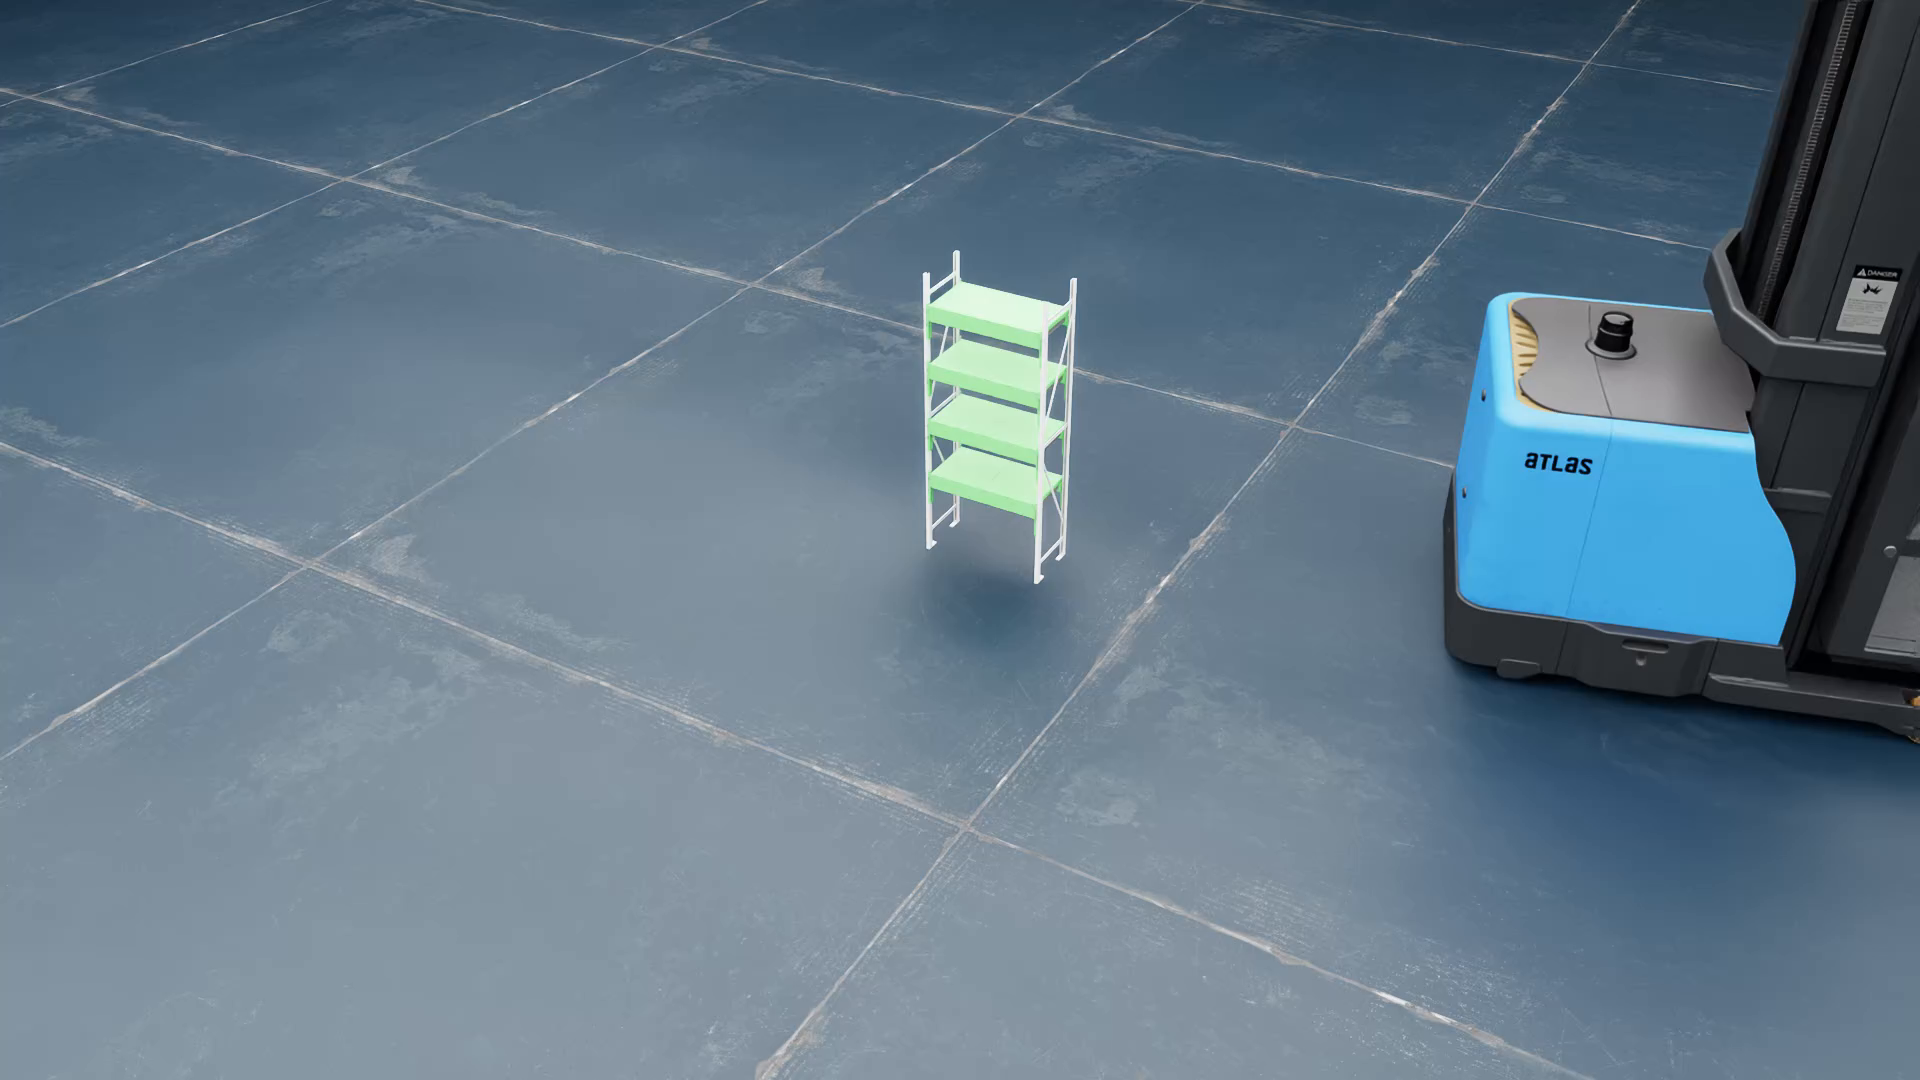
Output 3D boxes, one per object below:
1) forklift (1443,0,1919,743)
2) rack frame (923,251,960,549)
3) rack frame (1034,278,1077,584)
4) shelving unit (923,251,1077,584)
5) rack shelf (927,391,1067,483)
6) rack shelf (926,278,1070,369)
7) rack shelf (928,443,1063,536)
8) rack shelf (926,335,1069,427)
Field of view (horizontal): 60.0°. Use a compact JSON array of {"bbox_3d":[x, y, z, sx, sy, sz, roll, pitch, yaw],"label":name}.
[{"bbox_3d":[3.337,-0.821,5.338,3.031,2.935,1.130,7,34,11],"label":"forklift"},{"bbox_3d":[-0.068,-0.521,6.450,0.015,1.200,0.240,18,37,24],"label":"rack frame"},{"bbox_3d":[0.356,-0.387,6.248,0.015,1.200,0.240,18,37,24],"label":"rack frame"},{"bbox_3d":[0.144,-0.454,6.349,0.503,1.200,0.258,18,37,24],"label":"shelving unit"},{"bbox_3d":[0.144,-0.401,6.384,0.480,0.148,0.258,18,37,24],"label":"rack shelf"},{"bbox_3d":[0.144,-0.800,6.118,0.480,0.148,0.258,18,37,24],"label":"rack shelf"},{"bbox_3d":[0.144,-0.201,6.518,0.480,0.148,0.258,18,37,24],"label":"rack shelf"},{"bbox_3d":[0.144,-0.600,6.251,0.480,0.148,0.258,18,37,24],"label":"rack shelf"}]
